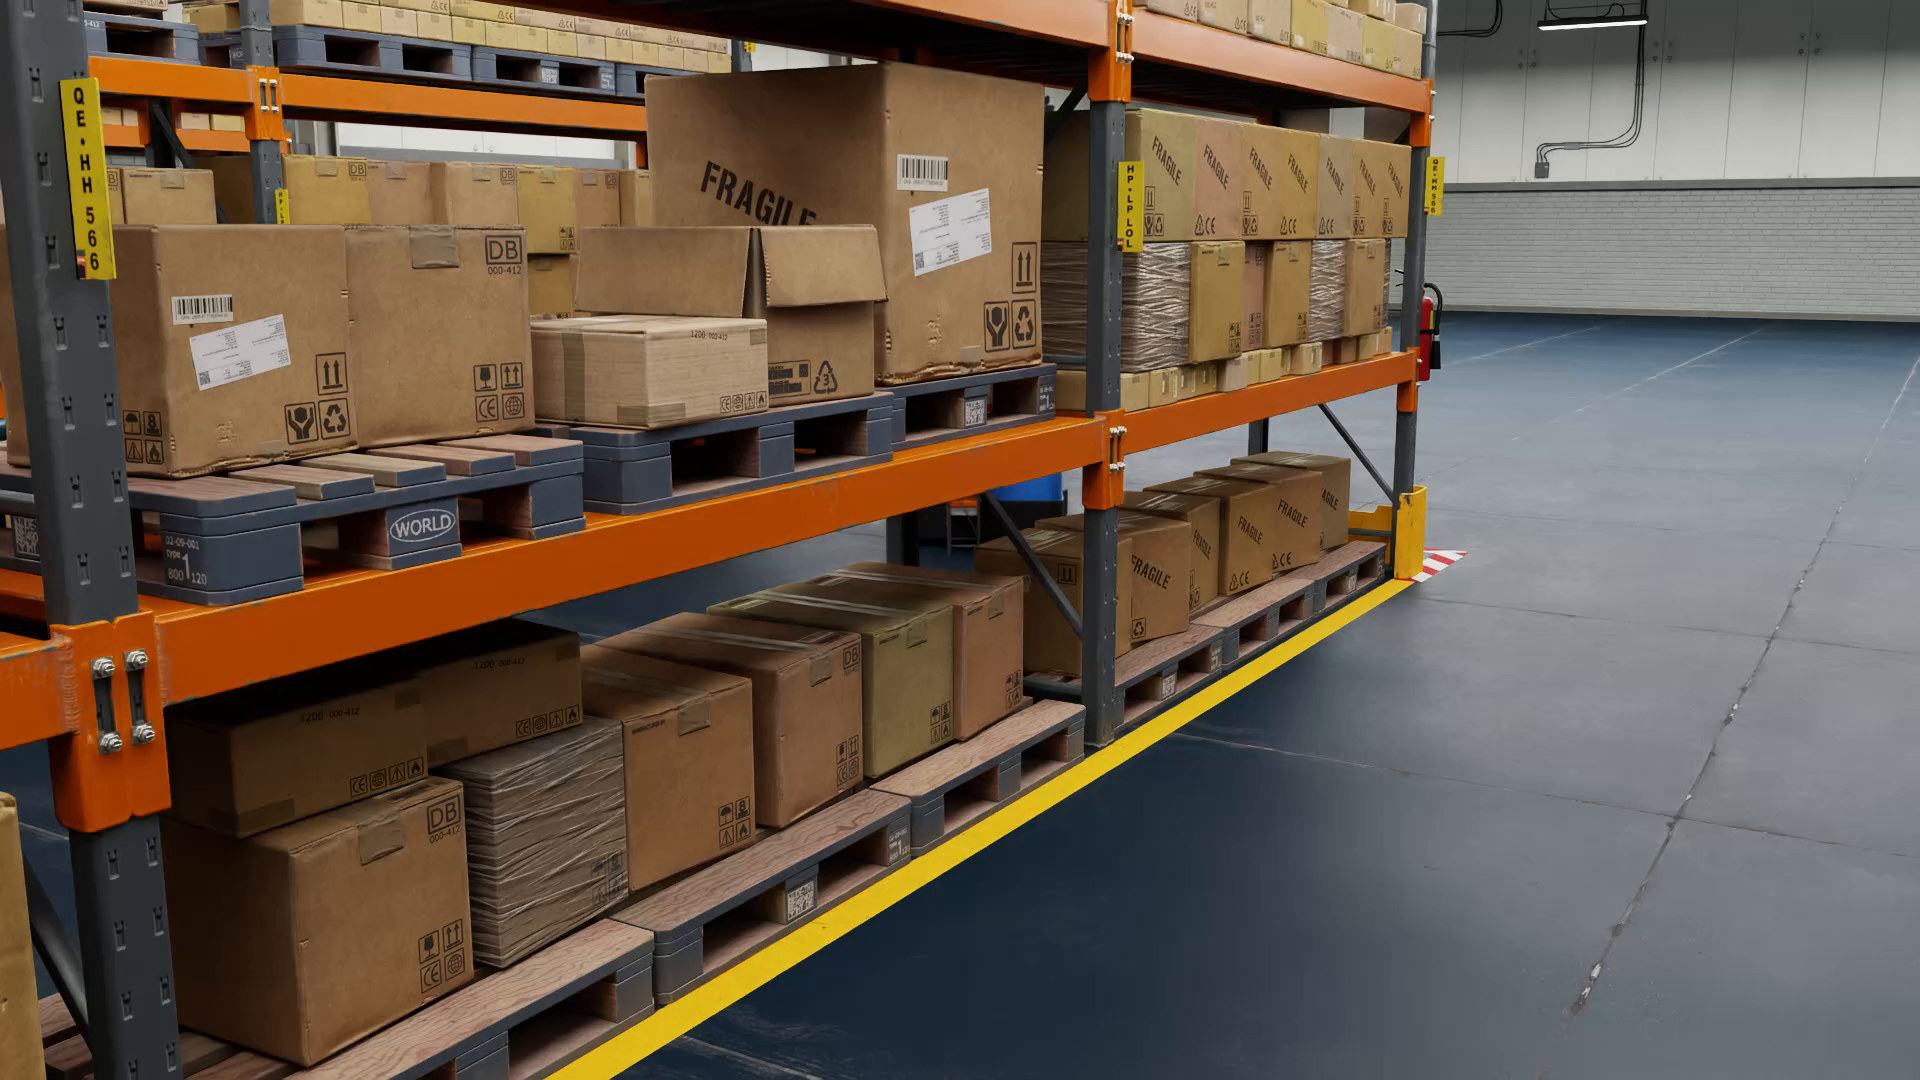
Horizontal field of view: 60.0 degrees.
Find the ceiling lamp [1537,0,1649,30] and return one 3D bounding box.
[{"bbox_3d":[12.327,-11.505,32.005,2.000,3.185,0.800,6,12,31],"label":"ceiling lamp"}]

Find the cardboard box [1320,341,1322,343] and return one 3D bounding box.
[{"bbox_3d":[1.622,-0.953,8.491,0.380,0.149,0.250,6,12,31],"label":"cardboard box"}]

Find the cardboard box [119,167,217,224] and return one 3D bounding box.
[{"bbox_3d":[-4.287,-1.662,8.605,0.700,0.500,0.500,6,12,30],"label":"cardboard box"}]

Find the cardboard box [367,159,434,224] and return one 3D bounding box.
[{"bbox_3d":[-3.628,-1.957,9.827,0.875,0.550,0.550,6,12,31],"label":"cardboard box"}]

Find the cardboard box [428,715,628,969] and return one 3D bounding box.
[{"bbox_3d":[-1.317,0.736,4.386,0.700,0.500,0.500,5,12,26],"label":"cardboard box"}]

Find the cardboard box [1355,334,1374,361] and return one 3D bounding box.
[{"bbox_3d":[2.041,-1.068,9.103,0.380,0.149,0.250,6,12,31],"label":"cardboard box"}]

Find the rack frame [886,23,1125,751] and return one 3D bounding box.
[{"bbox_3d":[0.152,-0.710,6.511,1.000,3.000,0.127,6,12,31],"label":"rack frame"}]

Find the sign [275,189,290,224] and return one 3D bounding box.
[{"bbox_3d":[-3.566,-1.680,8.759,0.100,0.325,0.005,6,12,31],"label":"sign"}]

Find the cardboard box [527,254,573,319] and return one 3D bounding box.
[{"bbox_3d":[-3.017,-1.588,10.793,0.875,0.550,0.500,6,12,31],"label":"cardboard box"}]

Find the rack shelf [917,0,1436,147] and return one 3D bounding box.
[{"bbox_3d":[1.190,-2.146,7.981,1.077,0.370,4.000,6,12,31],"label":"rack shelf"}]

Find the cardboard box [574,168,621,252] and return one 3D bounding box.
[{"bbox_3d":[-2.797,-2.208,11.172,0.875,0.550,0.550,6,12,31],"label":"cardboard box"}]

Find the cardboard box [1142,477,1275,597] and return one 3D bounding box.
[{"bbox_3d":[1.268,-0.026,8.510,0.500,0.500,0.500,8,13,36],"label":"cardboard box"}]

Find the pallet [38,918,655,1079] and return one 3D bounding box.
[{"bbox_3d":[-1.518,1.167,4.063,1.003,0.211,1.213,6,12,31],"label":"pallet"}]

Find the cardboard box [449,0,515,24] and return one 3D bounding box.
[{"bbox_3d":[-3.019,-3.211,9.906,0.500,0.250,0.500,6,12,30],"label":"cardboard box"}]

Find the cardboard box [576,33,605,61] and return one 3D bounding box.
[{"bbox_3d":[-2.501,-3.151,10.667,0.380,0.149,0.250,6,12,31],"label":"cardboard box"}]

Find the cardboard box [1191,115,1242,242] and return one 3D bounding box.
[{"bbox_3d":[0.861,-1.522,7.051,0.500,0.500,0.500,6,12,31],"label":"cardboard box"}]

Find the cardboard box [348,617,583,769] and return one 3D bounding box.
[{"bbox_3d":[-1.336,0.370,4.300,0.500,0.250,0.500,8,13,37],"label":"cardboard box"}]

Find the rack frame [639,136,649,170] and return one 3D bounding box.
[{"bbox_3d":[-1.958,-1.829,12.487,1.000,3.000,0.127,6,12,31],"label":"rack frame"}]

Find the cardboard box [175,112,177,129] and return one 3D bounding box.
[{"bbox_3d":[-6.644,-3.440,13.622,0.380,0.149,0.250,6,12,31],"label":"cardboard box"}]

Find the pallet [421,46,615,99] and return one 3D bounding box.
[{"bbox_3d":[-2.967,-2.950,10.562,1.003,0.211,1.213,6,12,31],"label":"pallet"}]

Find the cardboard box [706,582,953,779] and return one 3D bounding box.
[{"bbox_3d":[-0.449,0.470,5.804,0.700,0.500,0.500,6,12,30],"label":"cardboard box"}]

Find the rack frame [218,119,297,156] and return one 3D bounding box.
[{"bbox_3d":[-6.241,-2.286,14.928,1.000,3.000,0.127,6,12,31],"label":"rack frame"}]

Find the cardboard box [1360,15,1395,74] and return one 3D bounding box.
[{"bbox_3d":[1.939,-2.561,8.653,0.500,0.250,0.500,6,12,31],"label":"cardboard box"}]

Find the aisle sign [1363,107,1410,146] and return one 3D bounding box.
[{"bbox_3d":[2.517,-2.598,9.531,0.394,0.787,0.004,6,12,31],"label":"aisle sign"}]

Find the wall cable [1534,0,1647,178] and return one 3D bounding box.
[{"bbox_3d":[14.723,-11.502,38.612,2.305,6.003,0.169,6,12,31],"label":"wall cable"}]

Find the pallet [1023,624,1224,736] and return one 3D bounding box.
[{"bbox_3d":[0.470,0.551,7.350,1.003,0.211,1.213,6,12,31],"label":"pallet"}]

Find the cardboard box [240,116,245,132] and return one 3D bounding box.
[{"bbox_3d":[-6.187,-3.554,14.233,0.380,0.149,0.250,6,12,31],"label":"cardboard box"}]

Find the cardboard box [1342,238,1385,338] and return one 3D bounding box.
[{"bbox_3d":[1.763,-1.361,8.905,0.875,0.500,0.500,6,12,31],"label":"cardboard box"}]

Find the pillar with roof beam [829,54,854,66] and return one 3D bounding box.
[{"bbox_3d":[1.407,-8.105,29.705,9.100,9.000,0.548,6,12,31],"label":"pillar with roof beam"}]

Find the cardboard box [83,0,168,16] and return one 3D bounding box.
[{"bbox_3d":[-4.265,-2.730,8.142,0.500,0.250,0.500,7,12,31],"label":"cardboard box"}]

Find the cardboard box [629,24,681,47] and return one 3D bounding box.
[{"bbox_3d":[-2.234,-3.449,11.176,0.500,0.250,0.500,6,12,31],"label":"cardboard box"}]

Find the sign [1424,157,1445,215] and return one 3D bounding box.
[{"bbox_3d":[2.693,-2.008,9.435,0.100,0.325,0.005,6,12,31],"label":"sign"}]

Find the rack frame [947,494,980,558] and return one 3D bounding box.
[{"bbox_3d":[0.023,-0.408,10.195,0.200,1.050,0.008,0,11,1],"label":"rack frame"}]

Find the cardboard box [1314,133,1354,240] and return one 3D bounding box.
[{"bbox_3d":[1.638,-1.758,8.313,0.500,0.500,0.500,6,12,31],"label":"cardboard box"}]

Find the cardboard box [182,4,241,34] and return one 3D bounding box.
[{"bbox_3d":[-4.119,-2.894,9.295,0.380,0.149,0.250,6,12,30],"label":"cardboard box"}]

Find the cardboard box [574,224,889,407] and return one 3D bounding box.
[{"bbox_3d":[-0.669,-0.686,4.959,0.797,0.503,0.637,8,13,36],"label":"cardboard box"}]

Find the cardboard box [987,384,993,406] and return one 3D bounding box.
[{"bbox_3d":[0.012,-0.649,6.864,0.380,0.149,0.250,6,12,31],"label":"cardboard box"}]

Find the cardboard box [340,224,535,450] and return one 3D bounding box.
[{"bbox_3d":[-1.474,-0.523,4.097,0.700,0.500,0.500,9,14,39],"label":"cardboard box"}]

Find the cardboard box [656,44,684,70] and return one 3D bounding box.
[{"bbox_3d":[-2.105,-3.271,11.307,0.380,0.149,0.250,7,12,32],"label":"cardboard box"}]

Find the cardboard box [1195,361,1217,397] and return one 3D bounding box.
[{"bbox_3d":[0.889,-0.712,7.203,0.380,0.149,0.250,6,12,31],"label":"cardboard box"}]

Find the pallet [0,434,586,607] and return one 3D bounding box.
[{"bbox_3d":[-1.646,-0.109,3.821,1.213,0.211,1.003,6,12,31],"label":"pallet"}]

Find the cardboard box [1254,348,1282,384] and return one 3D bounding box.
[{"bbox_3d":[1.288,-0.829,7.828,0.380,0.149,0.250,6,12,31],"label":"cardboard box"}]

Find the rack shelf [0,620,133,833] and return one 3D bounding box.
[{"bbox_3d":[-2.963,0.587,1.536,1.077,0.370,4.000,6,12,31],"label":"rack shelf"}]

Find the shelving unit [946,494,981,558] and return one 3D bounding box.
[{"bbox_3d":[0.024,-0.431,10.315,0.215,1.050,0.252,0,11,1],"label":"shelving unit"}]

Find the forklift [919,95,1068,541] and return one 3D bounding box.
[{"bbox_3d":[0.167,-1.657,11.757,1.130,2.935,3.031,0,11,1],"label":"forklift"}]

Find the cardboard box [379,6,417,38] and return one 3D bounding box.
[{"bbox_3d":[-3.292,-2.911,9.386,0.380,0.149,0.250,6,12,31],"label":"cardboard box"}]

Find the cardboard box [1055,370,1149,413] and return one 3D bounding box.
[{"bbox_3d":[0.521,-0.592,6.561,0.380,0.149,0.250,6,12,31],"label":"cardboard box"}]

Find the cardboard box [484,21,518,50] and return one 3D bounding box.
[{"bbox_3d":[-2.896,-3.032,10.029,0.380,0.149,0.250,6,12,31],"label":"cardboard box"}]

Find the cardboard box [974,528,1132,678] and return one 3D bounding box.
[{"bbox_3d":[0.394,0.253,7.018,0.500,0.500,0.500,6,12,29],"label":"cardboard box"}]

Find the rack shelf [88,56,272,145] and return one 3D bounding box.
[{"bbox_3d":[-5.073,-2.006,7.237,1.077,0.370,4.000,6,12,31],"label":"rack shelf"}]

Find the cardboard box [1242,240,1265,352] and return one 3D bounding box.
[{"bbox_3d":[0.902,-1.134,7.694,0.875,0.500,0.500,6,12,31],"label":"cardboard box"}]

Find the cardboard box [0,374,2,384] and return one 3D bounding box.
[{"bbox_3d":[-4.602,-0.983,7.694,0.500,0.500,0.500,7,12,31],"label":"cardboard box"}]

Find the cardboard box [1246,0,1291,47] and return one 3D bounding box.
[{"bbox_3d":[1.142,-2.318,7.355,0.500,0.250,0.500,6,12,28],"label":"cardboard box"}]

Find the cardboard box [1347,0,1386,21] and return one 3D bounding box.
[{"bbox_3d":[1.957,-2.737,8.512,0.380,0.149,0.250,6,12,31],"label":"cardboard box"}]
